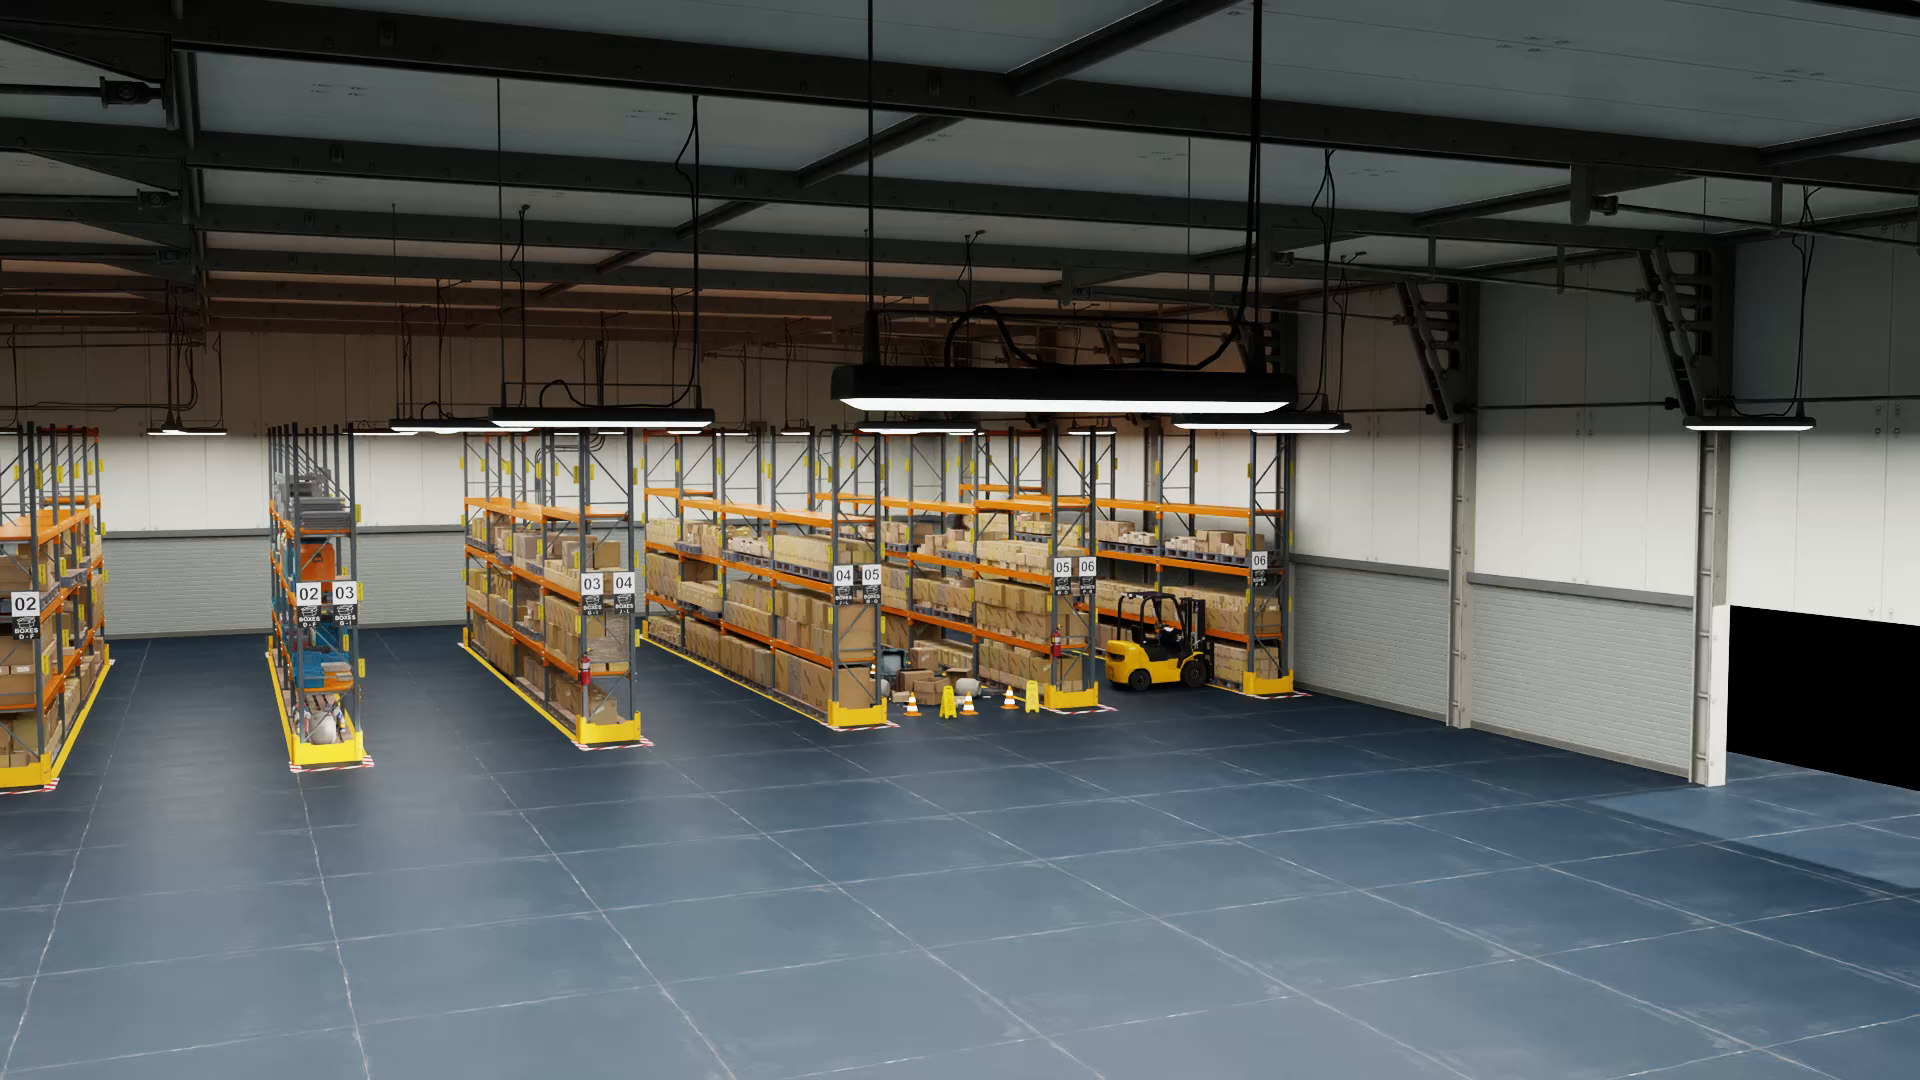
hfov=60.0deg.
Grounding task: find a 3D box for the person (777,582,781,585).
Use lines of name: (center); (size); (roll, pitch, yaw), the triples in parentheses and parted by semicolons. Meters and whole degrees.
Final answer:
person: (-5.159, 2.018, 46.903); (0.350, 1.676, 0.515); (-3, 5, -44)
